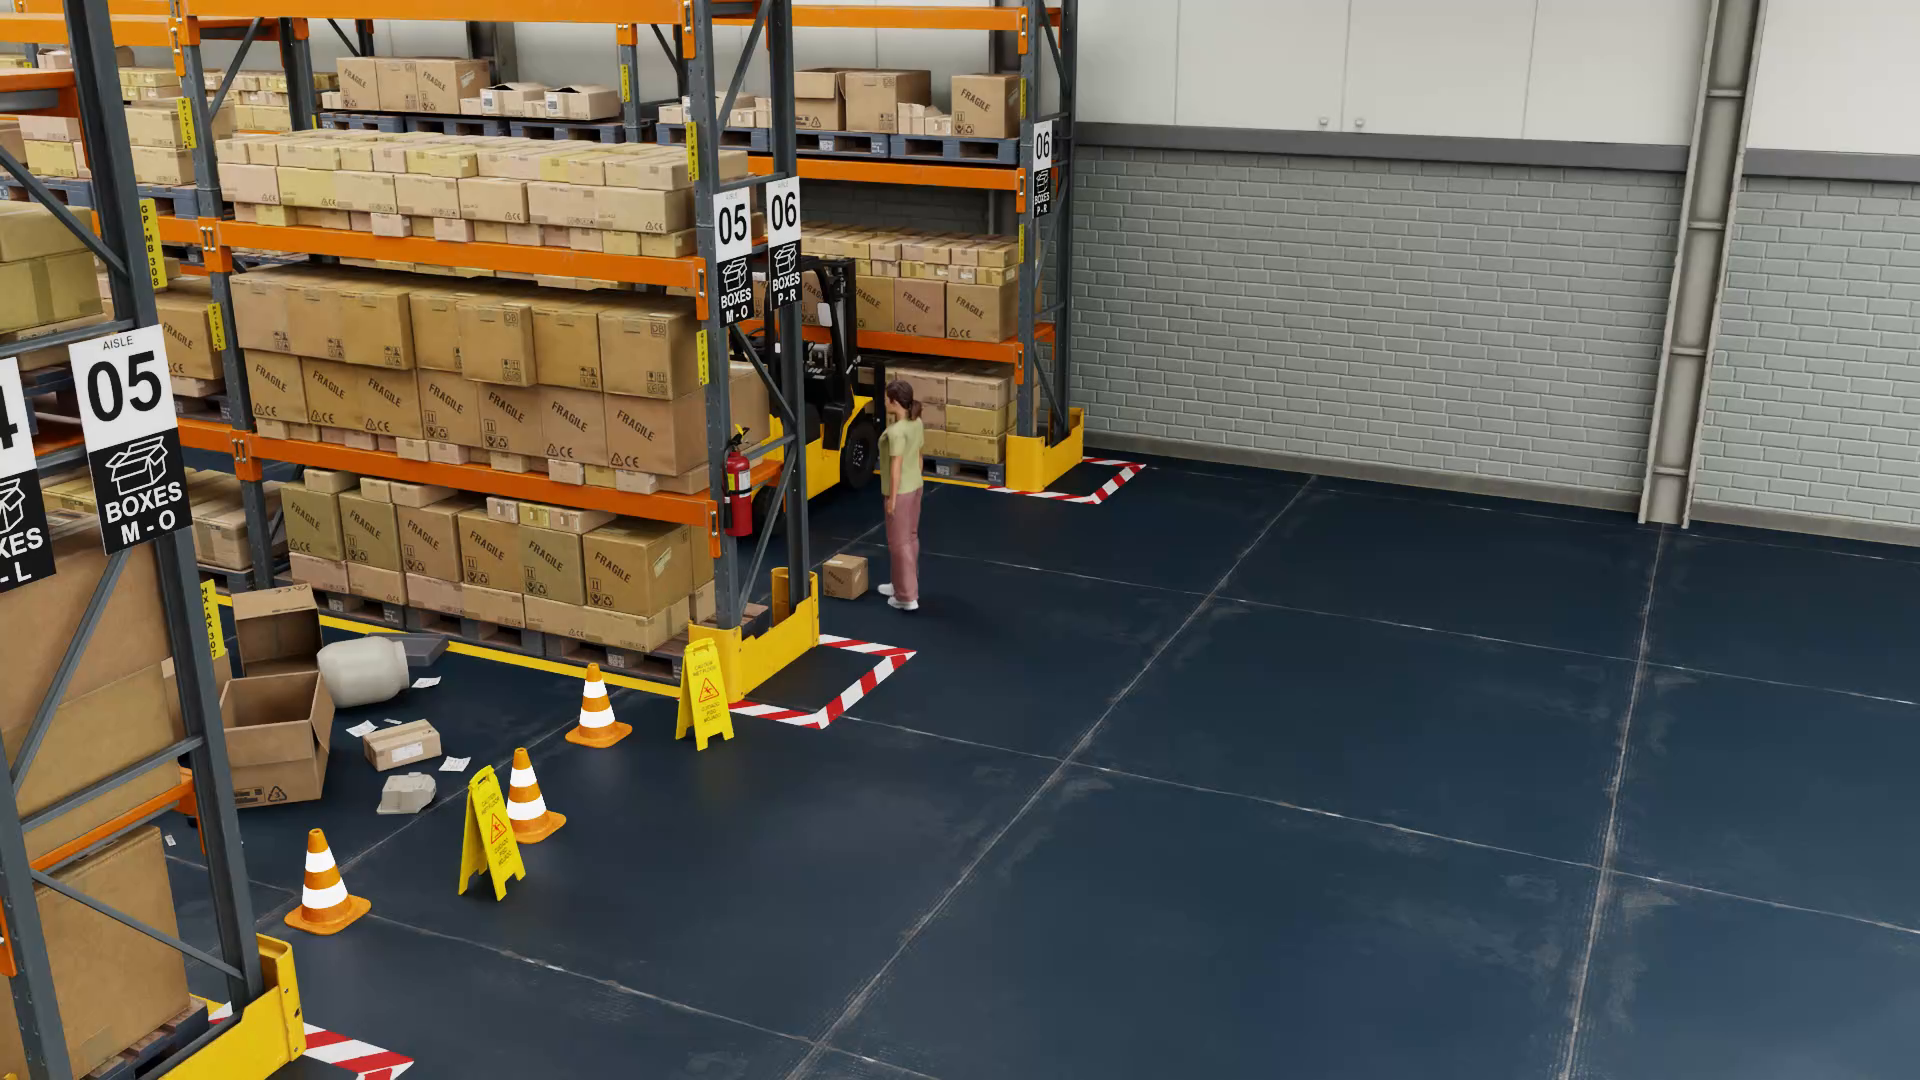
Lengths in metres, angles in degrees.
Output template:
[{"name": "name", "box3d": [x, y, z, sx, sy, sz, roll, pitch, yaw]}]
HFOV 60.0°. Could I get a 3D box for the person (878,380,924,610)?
[{"name": "person", "box3d": [-0.450, -0.334, 12.038, 0.430, 1.695, 0.451, 8, 21, 22]}]
